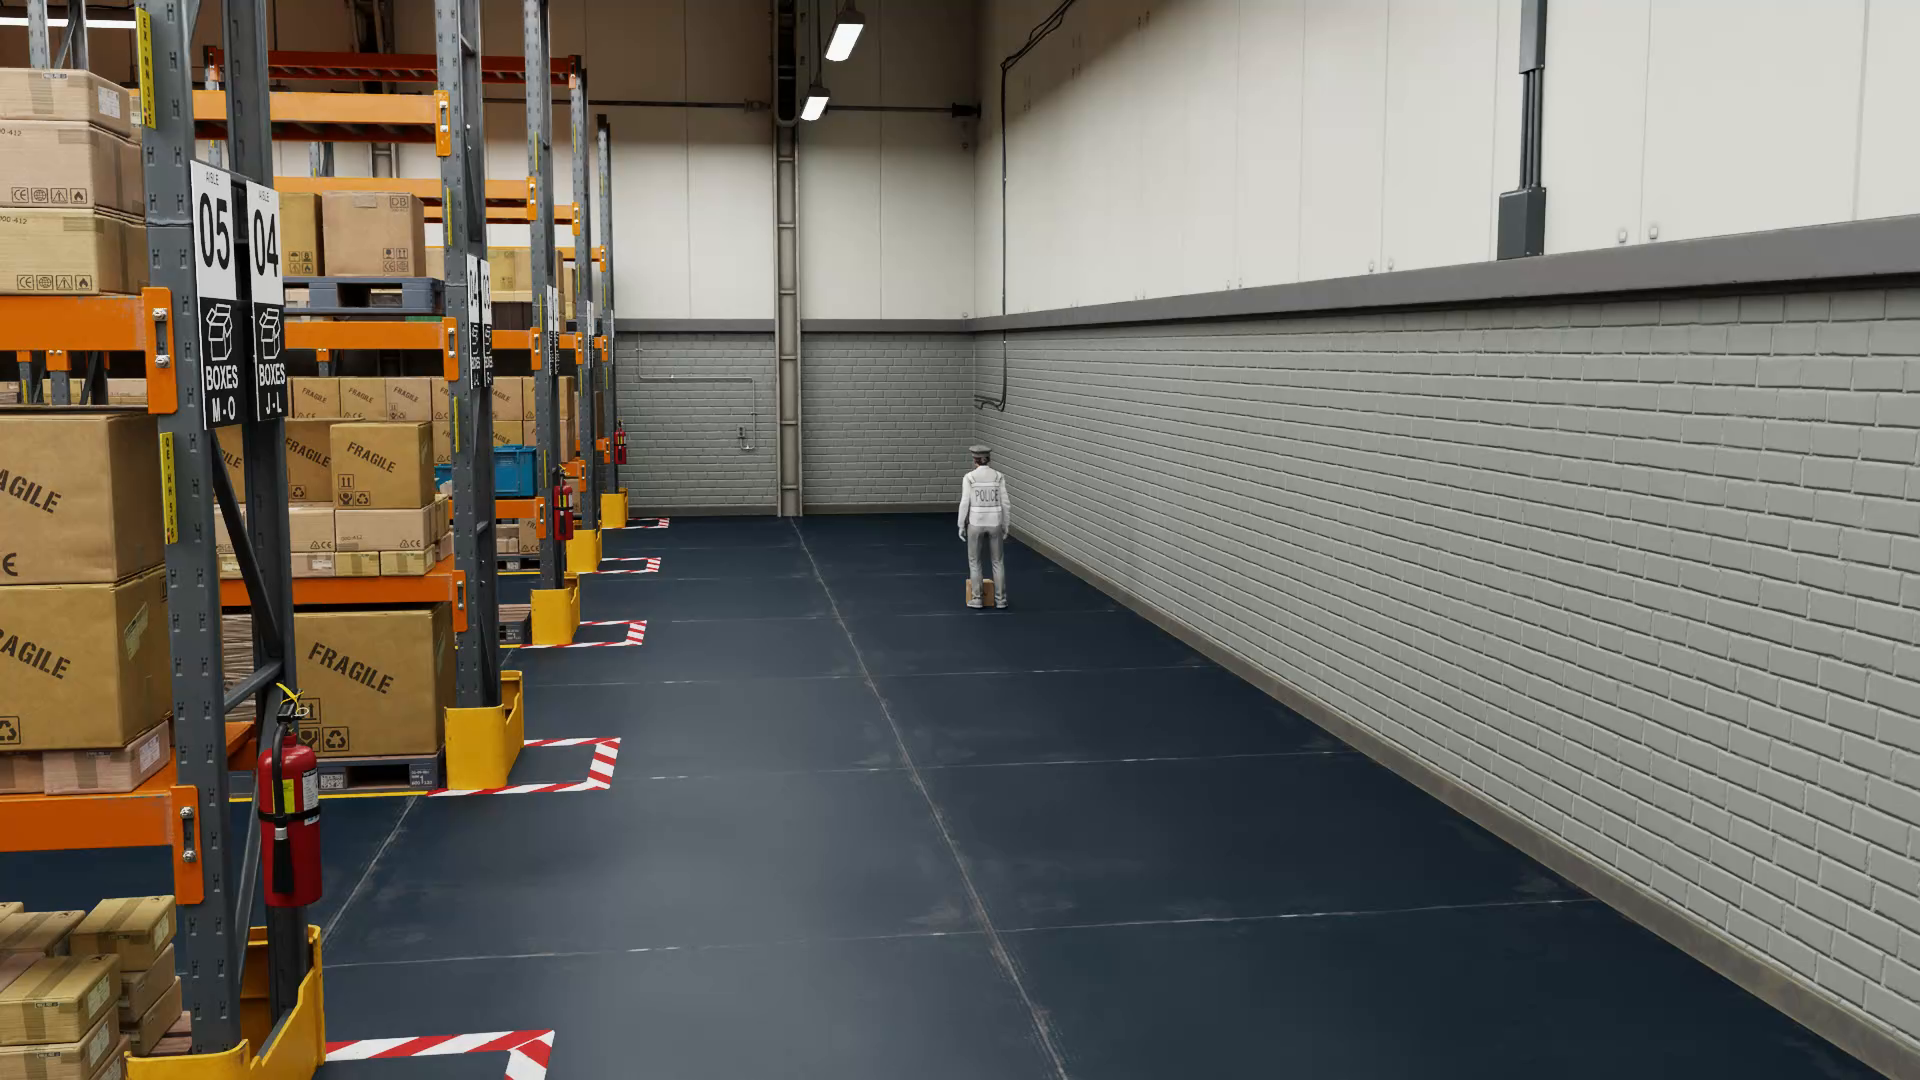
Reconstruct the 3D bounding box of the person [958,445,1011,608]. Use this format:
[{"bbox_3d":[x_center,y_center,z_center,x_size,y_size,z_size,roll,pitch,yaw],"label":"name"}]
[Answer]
[{"bbox_3d":[0.244,-0.130,16.946,0.539,1.663,0.405,-1,7,-10],"label":"person"}]
